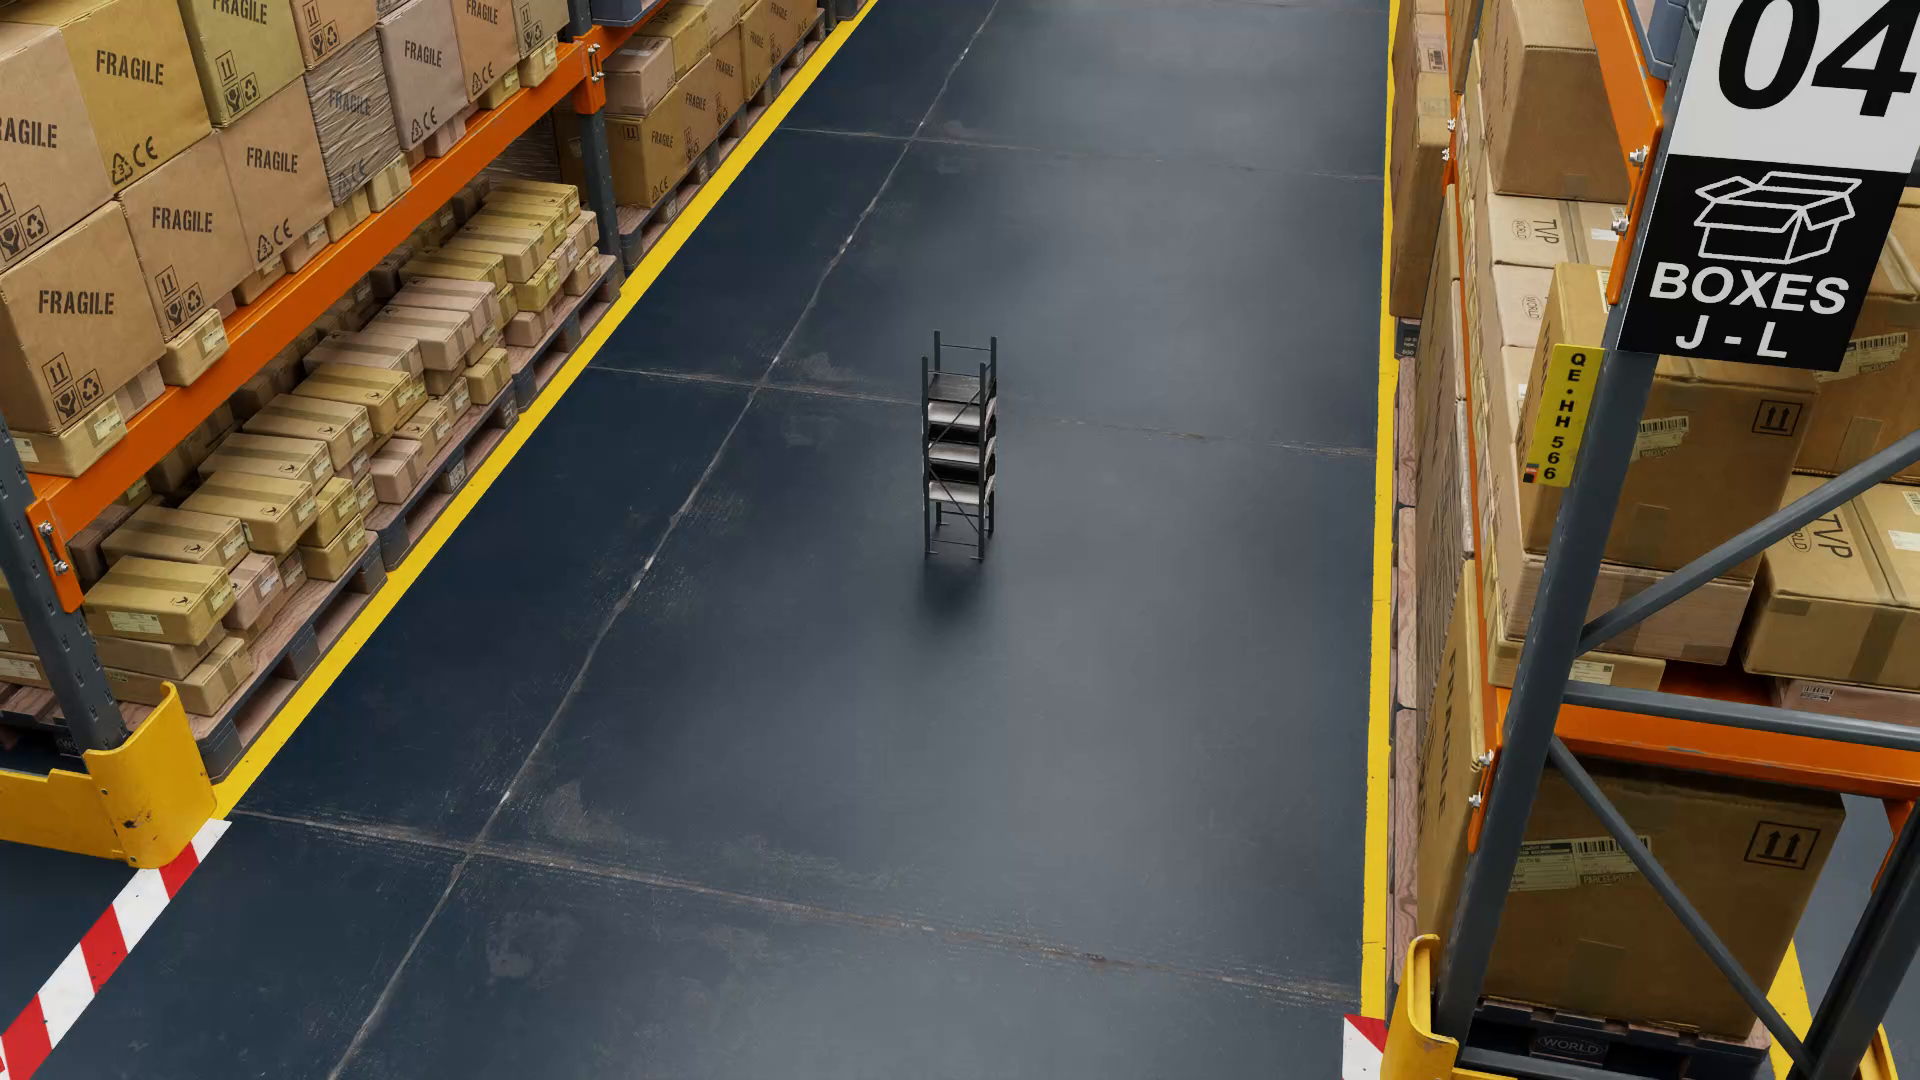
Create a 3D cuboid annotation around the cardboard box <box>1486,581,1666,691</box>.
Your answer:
[{"bbox_3d":[1.496,0.251,4.062,0.380,0.149,0.250,8,37,11],"label":"cardboard box"}]

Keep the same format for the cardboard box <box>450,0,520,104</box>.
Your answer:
[{"bbox_3d":[-2.167,-2.129,6.792,0.500,0.500,0.500,6,36,9],"label":"cardboard box"}]

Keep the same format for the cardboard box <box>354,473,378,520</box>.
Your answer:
[{"bbox_3d":[-2.512,-0.155,6.480,0.380,0.149,0.250,7,37,10],"label":"cardboard box"}]

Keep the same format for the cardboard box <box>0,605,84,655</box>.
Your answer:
[{"bbox_3d":[-3.248,0.241,5.680,0.380,0.149,0.250,6,36,9],"label":"cardboard box"}]

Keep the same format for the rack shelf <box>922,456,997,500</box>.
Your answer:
[{"bbox_3d":[-0.002,-0.260,6.552,0.258,0.077,0.200,7,37,10],"label":"rack shelf"}]

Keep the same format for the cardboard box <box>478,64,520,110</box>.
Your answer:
[{"bbox_3d":[-2.124,-1.976,7.135,0.380,0.149,0.250,9,37,12],"label":"cardboard box"}]

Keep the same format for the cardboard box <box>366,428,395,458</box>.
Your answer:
[{"bbox_3d":[-2.498,-0.449,6.631,0.380,0.149,0.250,9,37,12],"label":"cardboard box"}]

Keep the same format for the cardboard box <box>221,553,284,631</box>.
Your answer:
[{"bbox_3d":[-2.606,0.161,5.790,0.380,0.149,0.250,7,37,10],"label":"cardboard box"}]

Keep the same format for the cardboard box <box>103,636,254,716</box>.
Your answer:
[{"bbox_3d":[-2.657,0.439,5.660,0.380,0.149,0.250,8,37,11],"label":"cardboard box"}]

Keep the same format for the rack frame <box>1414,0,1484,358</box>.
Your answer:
[{"bbox_3d":[2.596,-1.898,6.813,1.000,3.000,0.127,7,37,10],"label":"rack frame"}]

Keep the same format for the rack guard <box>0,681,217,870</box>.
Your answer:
[{"bbox_3d":[-3.066,0.684,5.381,1.175,0.500,0.348,7,37,10],"label":"rack guard"}]

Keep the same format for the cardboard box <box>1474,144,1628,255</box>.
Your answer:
[{"bbox_3d":[2.024,-1.139,5.640,0.500,0.250,0.500,8,37,11],"label":"cardboard box"}]

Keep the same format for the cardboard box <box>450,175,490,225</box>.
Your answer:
[{"bbox_3d":[-2.504,-1.663,8.053,0.380,0.149,0.250,9,37,12],"label":"cardboard box"}]

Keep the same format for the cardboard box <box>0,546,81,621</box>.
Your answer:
[{"bbox_3d":[-3.217,0.123,5.588,0.380,0.149,0.250,8,37,11],"label":"cardboard box"}]

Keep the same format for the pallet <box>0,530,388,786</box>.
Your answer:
[{"bbox_3d":[-2.858,0.339,6.102,1.003,0.211,1.213,7,37,10],"label":"pallet"}]

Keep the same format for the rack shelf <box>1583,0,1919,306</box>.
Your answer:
[{"bbox_3d":[2.169,-1.675,4.562,1.077,0.370,4.000,7,37,10],"label":"rack shelf"}]

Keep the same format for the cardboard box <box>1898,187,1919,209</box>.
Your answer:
[{"bbox_3d":[2.320,-0.794,4.525,0.500,0.500,0.500,6,36,9],"label":"cardboard box"}]

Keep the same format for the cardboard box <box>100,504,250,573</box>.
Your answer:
[{"bbox_3d":[-2.697,0.028,5.720,0.380,0.149,0.250,8,37,11],"label":"cardboard box"}]

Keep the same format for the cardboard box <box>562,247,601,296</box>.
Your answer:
[{"bbox_3d":[-1.979,-1.326,8.095,0.380,0.149,0.250,8,37,11],"label":"cardboard box"}]

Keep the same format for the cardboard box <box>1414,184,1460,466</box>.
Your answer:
[{"bbox_3d":[2.377,-0.840,6.805,0.875,0.875,0.875,7,37,10],"label":"cardboard box"}]

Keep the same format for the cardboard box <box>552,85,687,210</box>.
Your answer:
[{"bbox_3d":[-1.811,-2.126,8.900,0.500,0.500,0.500,9,37,12],"label":"cardboard box"}]

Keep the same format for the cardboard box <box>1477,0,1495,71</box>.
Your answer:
[{"bbox_3d":[2.244,-2.019,6.215,0.500,0.500,0.500,7,37,10],"label":"cardboard box"}]

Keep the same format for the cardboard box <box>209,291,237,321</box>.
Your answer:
[{"bbox_3d":[-2.647,-0.792,5.501,0.380,0.149,0.250,9,37,12],"label":"cardboard box"}]

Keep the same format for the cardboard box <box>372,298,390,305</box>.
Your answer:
[{"bbox_3d":[-2.661,-1.092,7.518,0.380,0.149,0.250,6,36,8],"label":"cardboard box"}]

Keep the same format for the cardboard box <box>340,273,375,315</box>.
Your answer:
[{"bbox_3d":[-2.794,-1.073,7.240,0.380,0.149,0.250,8,37,11],"label":"cardboard box"}]

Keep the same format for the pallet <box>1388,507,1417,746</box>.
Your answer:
[{"bbox_3d":[2.099,0.358,6.076,1.003,0.211,1.213,7,37,10],"label":"pallet"}]

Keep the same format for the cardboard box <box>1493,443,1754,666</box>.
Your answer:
[{"bbox_3d":[1.586,0.024,4.035,0.500,0.250,0.500,7,36,9],"label":"cardboard box"}]

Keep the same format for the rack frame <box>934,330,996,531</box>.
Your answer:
[{"bbox_3d":[0.020,-0.418,6.560,0.240,0.900,0.006,7,37,10],"label":"rack frame"}]

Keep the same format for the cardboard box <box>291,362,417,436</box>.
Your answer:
[{"bbox_3d":[-2.376,-0.556,6.526,0.380,0.149,0.250,8,37,11],"label":"cardboard box"}]

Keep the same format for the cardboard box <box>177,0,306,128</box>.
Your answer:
[{"bbox_3d":[-2.492,-1.660,5.294,0.500,0.500,0.500,7,36,9],"label":"cardboard box"}]

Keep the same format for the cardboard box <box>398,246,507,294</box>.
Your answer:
[{"bbox_3d":[-2.243,-1.164,7.365,0.380,0.149,0.250,8,37,11],"label":"cardboard box"}]

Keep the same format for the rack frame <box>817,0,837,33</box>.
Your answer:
[{"bbox_3d":[-1.373,-4.871,10.915,1.000,3.000,0.127,7,37,10],"label":"rack frame"}]

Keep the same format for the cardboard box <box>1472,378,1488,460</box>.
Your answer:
[{"bbox_3d":[1.713,-0.335,4.870,0.380,0.149,0.250,7,36,9],"label":"cardboard box"}]

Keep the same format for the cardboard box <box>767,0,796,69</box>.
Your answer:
[{"bbox_3d":[-1.373,-3.322,10.550,0.500,0.500,0.500,9,37,12],"label":"cardboard box"}]

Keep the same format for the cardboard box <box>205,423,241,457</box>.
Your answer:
[{"bbox_3d":[-3.041,-0.356,6.503,0.380,0.149,0.250,8,37,11],"label":"cardboard box"}]

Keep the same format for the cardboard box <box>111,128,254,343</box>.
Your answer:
[{"bbox_3d":[-2.627,-0.979,5.206,0.500,0.500,0.500,7,37,10],"label":"cardboard box"}]

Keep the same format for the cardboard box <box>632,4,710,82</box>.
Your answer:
[{"bbox_3d":[-1.700,-2.736,9.102,0.500,0.250,0.500,8,37,11],"label":"cardboard box"}]

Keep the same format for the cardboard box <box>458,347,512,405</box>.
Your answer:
[{"bbox_3d":[-2.200,-0.733,7.277,0.380,0.149,0.250,7,37,10],"label":"cardboard box"}]

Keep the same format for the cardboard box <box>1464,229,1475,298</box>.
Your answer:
[{"bbox_3d":[1.932,-0.926,5.685,0.380,0.149,0.250,8,37,11],"label":"cardboard box"}]

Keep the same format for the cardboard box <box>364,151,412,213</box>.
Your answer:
[{"bbox_3d":[-2.324,-1.378,6.309,0.380,0.149,0.250,8,37,11],"label":"cardboard box"}]

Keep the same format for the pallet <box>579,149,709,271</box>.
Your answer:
[{"bbox_3d":[-2.063,-1.896,9.186,1.003,0.211,1.213,7,37,10],"label":"pallet"}]

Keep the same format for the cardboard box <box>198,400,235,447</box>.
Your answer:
[{"bbox_3d":[-3.055,-0.480,6.420,0.380,0.149,0.250,9,37,12],"label":"cardboard box"}]

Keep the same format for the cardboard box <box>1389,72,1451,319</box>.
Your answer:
[{"bbox_3d":[2.713,-1.578,7.823,1.225,0.875,0.875,7,37,10],"label":"cardboard box"}]

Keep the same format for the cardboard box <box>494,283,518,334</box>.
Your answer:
[{"bbox_3d":[-2.219,-1.050,7.461,0.380,0.149,0.250,8,37,10],"label":"cardboard box"}]

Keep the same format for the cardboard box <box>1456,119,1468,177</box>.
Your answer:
[{"bbox_3d":[2.152,-1.518,6.503,0.380,0.149,0.250,6,36,8],"label":"cardboard box"}]

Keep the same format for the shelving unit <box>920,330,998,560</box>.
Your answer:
[{"bbox_3d":[-0.002,-0.360,6.479,0.258,0.900,0.210,7,37,10],"label":"shelving unit"}]
